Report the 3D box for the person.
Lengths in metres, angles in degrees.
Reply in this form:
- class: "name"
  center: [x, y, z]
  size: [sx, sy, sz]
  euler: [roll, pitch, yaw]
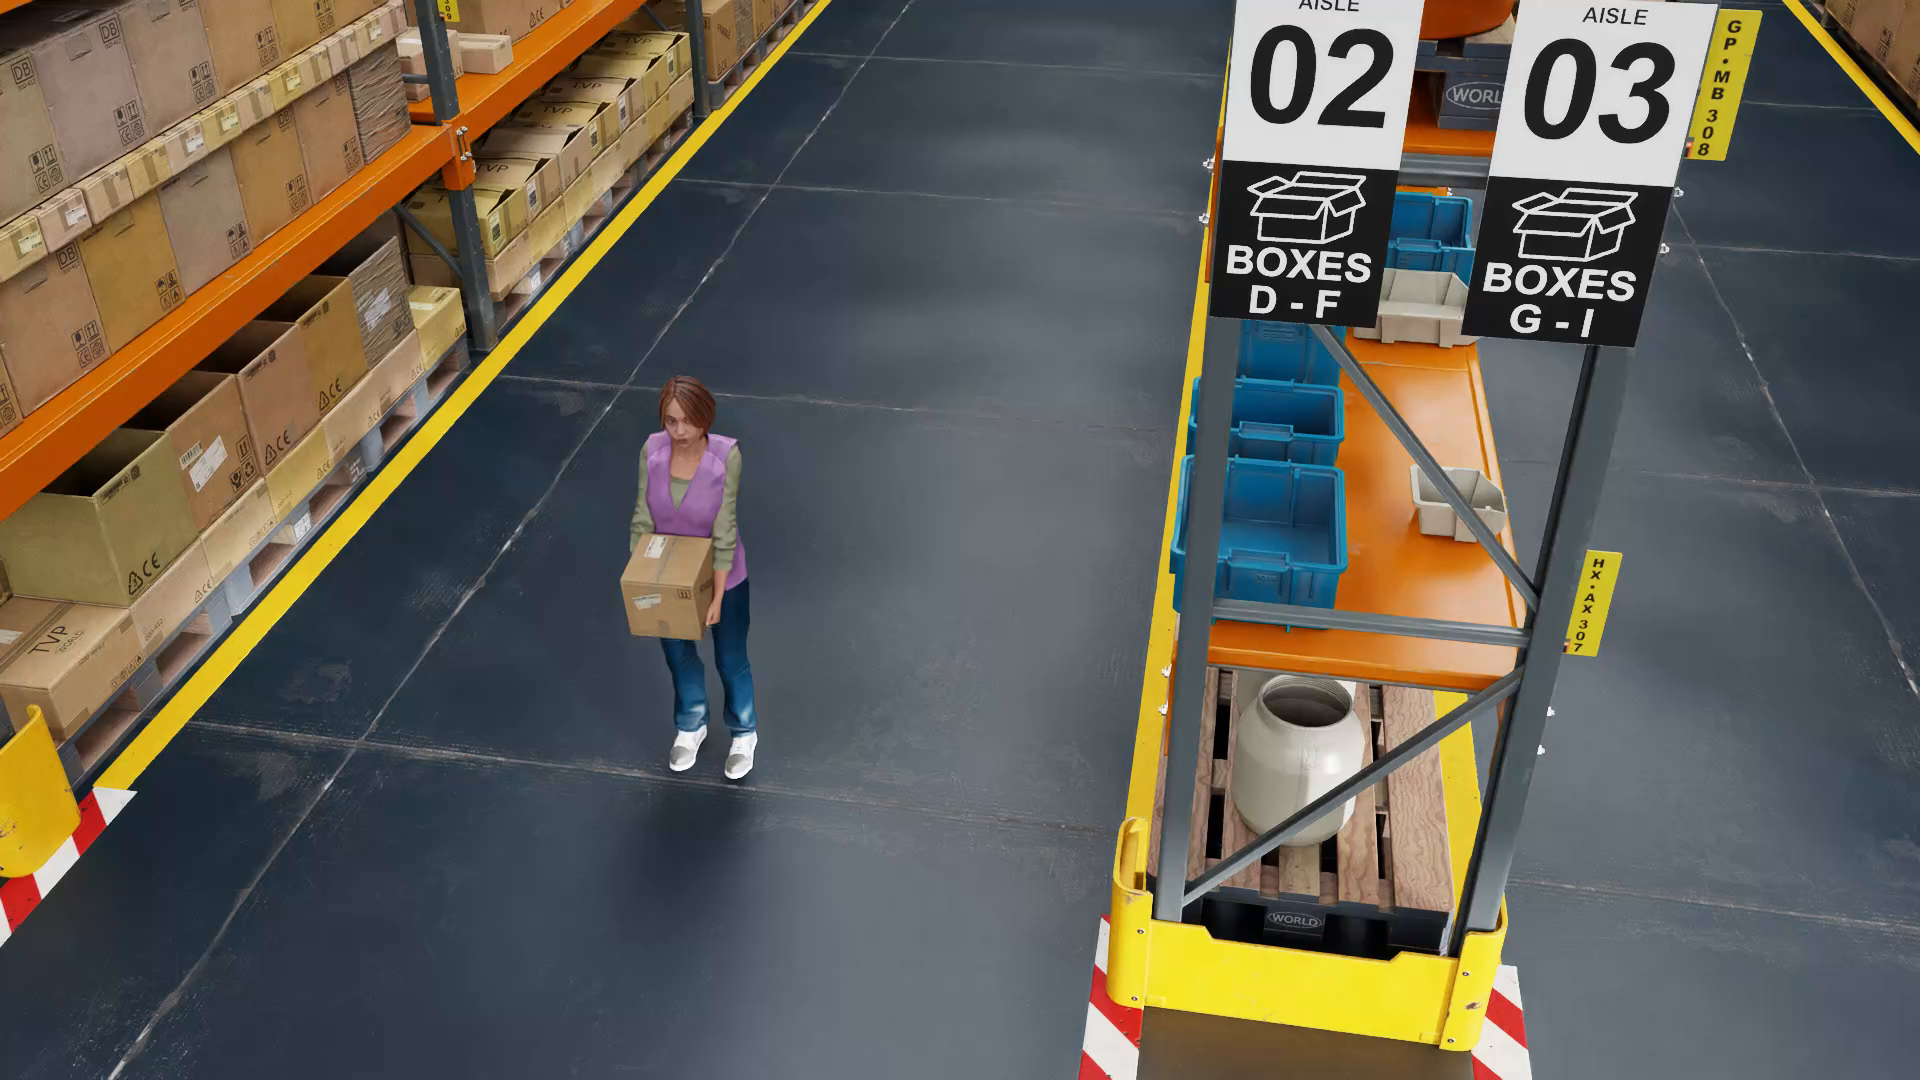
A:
- class: "person"
  center: [-0.941, 0.184, 5.867]
  size: [0.375, 1.600, 0.502]
  euler: [5, 33, 8]
